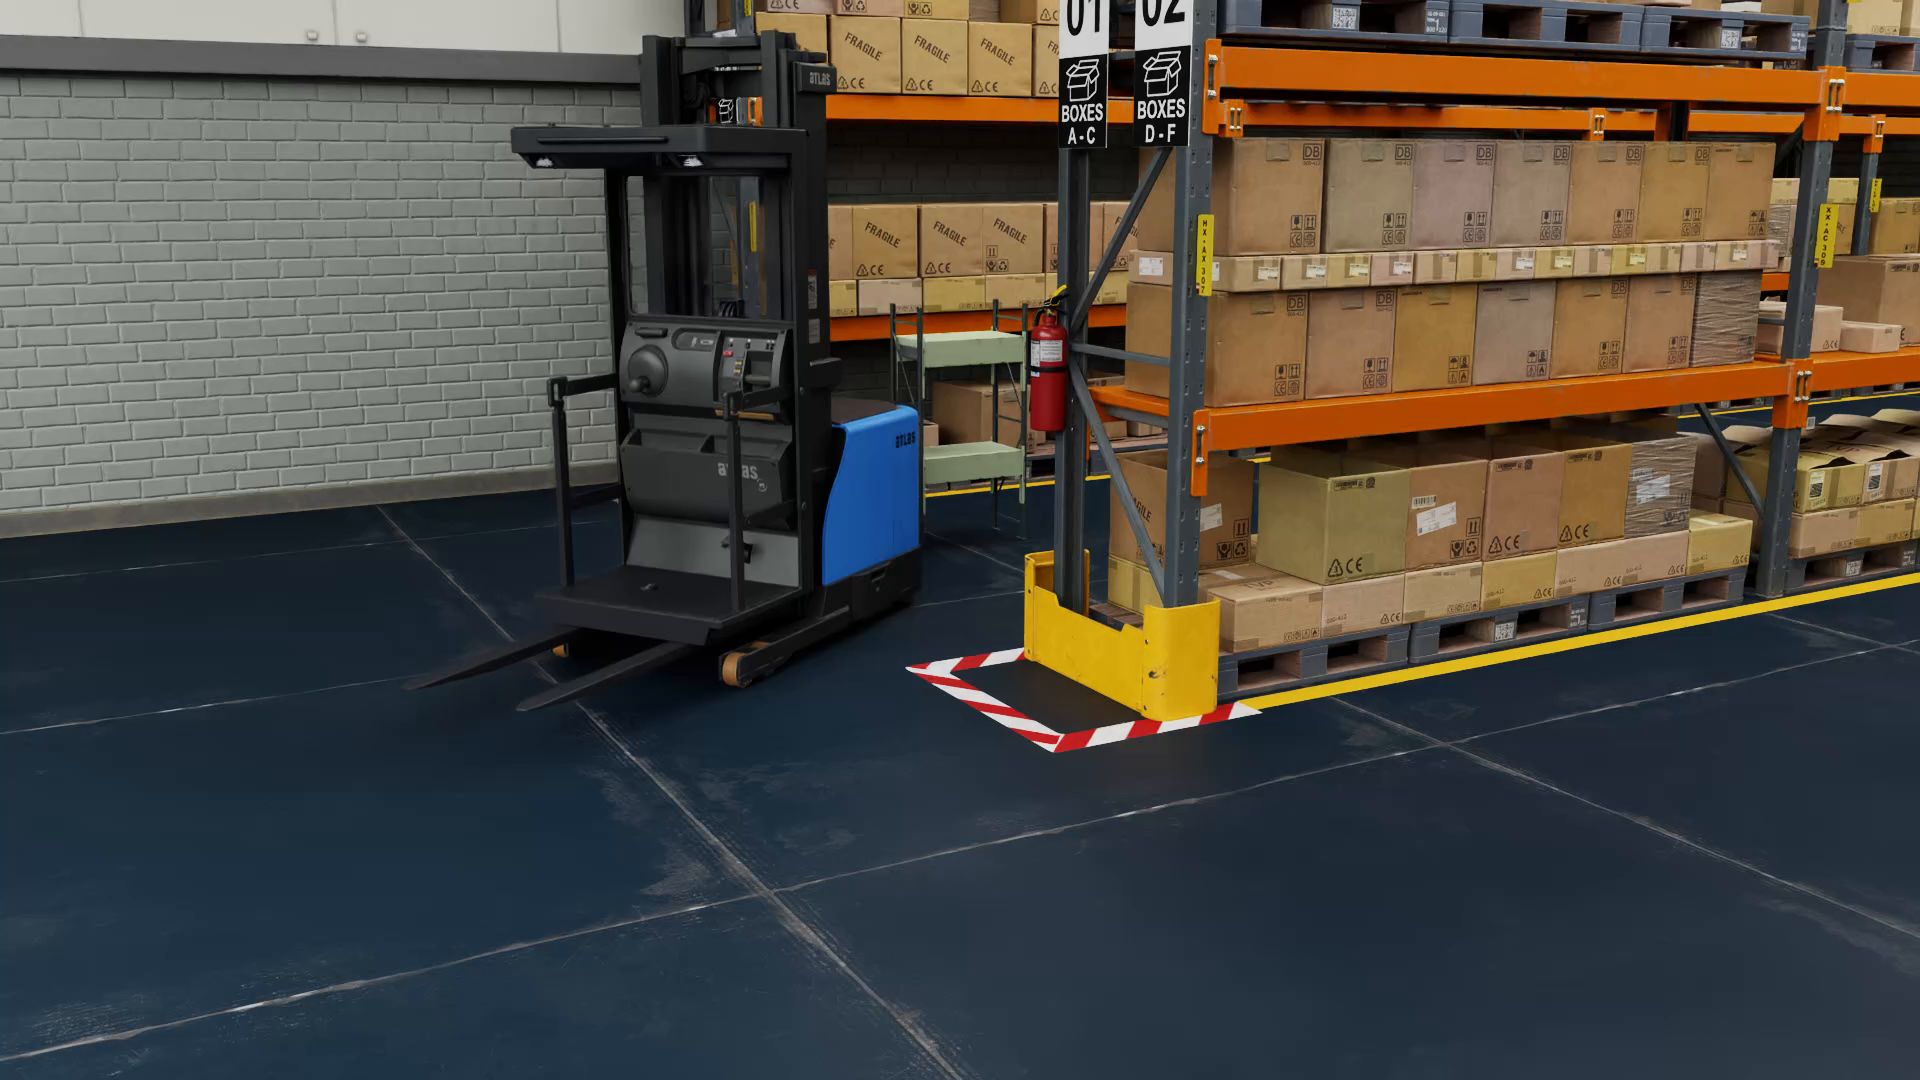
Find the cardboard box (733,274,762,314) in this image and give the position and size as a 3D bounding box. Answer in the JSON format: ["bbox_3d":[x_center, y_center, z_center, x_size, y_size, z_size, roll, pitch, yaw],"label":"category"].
[{"bbox_3d":[-1.319,-1.789,12.022,0.500,0.250,0.500,-7,14,-27],"label":"cardboard box"}]

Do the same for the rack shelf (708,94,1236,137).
[{"bbox_3d":[0.119,-3.089,12.308,4.000,0.370,1.077,-7,14,-28],"label":"rack shelf"}]

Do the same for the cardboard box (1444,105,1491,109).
[{"bbox_3d":[4.203,-4.012,14.494,0.637,0.503,0.797,-5,14,-20],"label":"cardboard box"}]

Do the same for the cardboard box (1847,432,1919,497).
[{"bbox_3d":[5.629,-0.471,9.900,0.500,0.311,0.500,-7,15,-30],"label":"cardboard box"}]

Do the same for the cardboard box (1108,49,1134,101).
[{"bbox_3d":[1.100,-3.557,12.478,0.500,0.500,0.500,-8,15,-33],"label":"cardboard box"}]

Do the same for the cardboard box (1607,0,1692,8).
[{"bbox_3d":[3.324,-2.667,8.092,0.250,0.149,0.380,-7,14,-28],"label":"cardboard box"}]

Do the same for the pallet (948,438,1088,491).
[{"bbox_3d":[0.230,-0.619,12.881,1.213,0.211,1.003,-7,14,-28],"label":"pallet"}]

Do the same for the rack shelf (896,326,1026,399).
[{"bbox_3d":[-0.006,-1.112,10.356,0.720,0.370,0.431,-7,14,-28],"label":"rack shelf"}]

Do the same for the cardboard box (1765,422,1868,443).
[{"bbox_3d":[5.362,-0.575,10.362,0.500,0.311,0.500,-7,14,-28],"label":"cardboard box"}]

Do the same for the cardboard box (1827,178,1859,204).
[{"bbox_3d":[8.609,-3.499,16.667,0.500,0.250,0.500,-6,14,-26],"label":"cardboard box"}]

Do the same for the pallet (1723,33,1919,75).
[{"bbox_3d":[5.019,-2.698,9.368,1.217,0.209,0.805,-8,15,-30],"label":"pallet"}]

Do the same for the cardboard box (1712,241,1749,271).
[{"bbox_3d":[3.897,-1.502,8.746,0.250,0.149,0.380,-7,15,-29],"label":"cardboard box"}]

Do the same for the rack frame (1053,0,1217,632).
[{"bbox_3d":[0.740,-0.812,7.383,0.127,3.000,1.000,-7,14,-28],"label":"rack frame"}]

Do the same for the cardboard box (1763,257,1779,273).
[{"bbox_3d":[7.826,-2.724,16.406,0.250,0.149,0.380,-7,14,-28],"label":"cardboard box"}]

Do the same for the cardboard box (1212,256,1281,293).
[{"bbox_3d":[1.188,-1.177,7.300,0.250,0.149,0.380,-7,14,-28],"label":"cardboard box"}]

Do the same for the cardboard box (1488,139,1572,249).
[{"bbox_3d":[2.543,-1.708,8.183,0.500,0.500,0.700,-7,14,-28],"label":"cardboard box"}]

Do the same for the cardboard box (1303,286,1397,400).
[{"bbox_3d":[1.615,-0.963,7.829,0.500,0.500,0.700,-6,14,-26],"label":"cardboard box"}]

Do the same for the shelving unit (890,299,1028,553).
[{"bbox_3d":[-0.006,-0.731,10.441,0.755,1.500,0.431,-7,14,-28],"label":"shelving unit"}]

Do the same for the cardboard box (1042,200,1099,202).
[{"bbox_3d":[0.906,-2.426,13.146,0.500,0.500,0.500,-7,14,-28],"label":"cardboard box"}]

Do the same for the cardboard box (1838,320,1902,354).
[{"bbox_3d":[5.127,-1.164,9.520,0.250,0.149,0.380,-7,14,-28],"label":"cardboard box"}]

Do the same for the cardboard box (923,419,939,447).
[{"bbox_3d":[-0.486,-0.784,12.383,0.500,0.311,0.500,-6,14,-23],"label":"cardboard box"}]

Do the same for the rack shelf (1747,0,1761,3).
[{"bbox_3d":[7.141,-5.199,15.762,4.000,0.370,1.077,-7,14,-28],"label":"rack shelf"}]

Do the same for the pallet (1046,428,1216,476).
[{"bbox_3d":[1.302,-0.749,13.455,1.213,0.211,1.003,-7,14,-28],"label":"pallet"}]

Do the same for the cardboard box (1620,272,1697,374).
[{"bbox_3d":[3.405,-1.176,8.777,0.500,0.500,0.700,-7,14,-28],"label":"cardboard box"}]

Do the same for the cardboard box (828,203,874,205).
[{"bbox_3d":[-0.878,-2.210,12.185,0.500,0.500,0.500,-7,14,-27],"label":"cardboard box"}]

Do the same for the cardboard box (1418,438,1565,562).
[{"bbox_3d":[2.636,-0.212,8.316,0.500,0.500,0.500,-7,14,-28],"label":"cardboard box"}]

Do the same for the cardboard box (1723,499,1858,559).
[{"bbox_3d":[4.724,-0.090,9.485,0.500,0.250,0.500,-7,15,-29],"label":"cardboard box"}]

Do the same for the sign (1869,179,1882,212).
[{"bbox_3d":[9.165,-3.451,16.654,0.005,0.325,0.100,-7,14,-28],"label":"sign"}]

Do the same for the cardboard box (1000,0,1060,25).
[{"bbox_3d":[0.635,-3.975,12.056,0.500,0.500,0.500,-7,15,-30],"label":"cardboard box"}]

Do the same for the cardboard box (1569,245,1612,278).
[{"bbox_3d":[3.000,-1.394,8.268,0.250,0.149,0.380,-6,14,-26],"label":"cardboard box"}]

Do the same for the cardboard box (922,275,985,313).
[{"bbox_3d":[-0.157,-1.802,12.082,0.500,0.250,0.500,-7,15,-29],"label":"cardboard box"}]

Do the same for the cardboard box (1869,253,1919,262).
[{"bbox_3d":[5.835,-1.467,10.068,0.500,0.500,0.500,-7,14,-28],"label":"cardboard box"}]

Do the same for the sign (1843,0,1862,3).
[{"bbox_3d":[4.519,-2.880,8.384,0.005,0.325,0.100,-7,14,-28],"label":"sign"}]

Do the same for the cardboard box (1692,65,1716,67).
[{"bbox_3d":[6.715,-4.518,15.791,0.500,0.500,0.700,-6,14,-25],"label":"cardboard box"}]

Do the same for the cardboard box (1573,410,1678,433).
[{"bbox_3d":[3.694,-0.473,9.478,0.500,0.500,0.500,-7,14,-28],"label":"cardboard box"}]

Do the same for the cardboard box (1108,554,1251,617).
[{"bbox_3d":[1.070,0.212,8.143,0.500,0.250,0.500,-7,14,-28],"label":"cardboard box"}]

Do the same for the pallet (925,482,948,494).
[{"bbox_3d":[-0.840,-0.492,12.315,1.213,0.211,1.003,-7,14,-28],"label":"pallet"}]

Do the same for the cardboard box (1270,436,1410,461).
[{"bbox_3d":[1.939,-0.263,8.542,0.500,0.500,0.500,-7,14,-28],"label":"cardboard box"}]

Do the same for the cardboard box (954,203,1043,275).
[{"bbox_3d":[0.269,-2.220,12.231,0.500,0.500,0.500,-6,14,-26],"label":"cardboard box"}]

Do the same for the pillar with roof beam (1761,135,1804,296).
[{"bbox_3d":[11.159,-5.366,13.956,0.400,9.000,9.100,-7,14,-28],"label":"pillar with roof beam"}]

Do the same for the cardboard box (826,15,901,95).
[{"bbox_3d":[-0.735,-3.324,11.444,0.500,0.500,0.500,-6,14,-24],"label":"cardboard box"}]

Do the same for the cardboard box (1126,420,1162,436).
[{"bbox_3d":[1.419,-0.957,13.480,0.250,0.166,0.380,-9,16,-35],"label":"cardboard box"}]

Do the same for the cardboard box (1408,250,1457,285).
[{"bbox_3d":[2.093,-1.285,7.784,0.250,0.149,0.380,-7,15,-30],"label":"cardboard box"}]

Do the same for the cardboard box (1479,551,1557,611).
[{"bbox_3d":[2.635,0.154,8.399,0.500,0.250,0.500,-7,14,-28],"label":"cardboard box"}]

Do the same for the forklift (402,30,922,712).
[{"bbox_3d":[-1.327,-0.865,7.775,1.130,2.935,3.031,6,14,26],"label":"forklift"}]

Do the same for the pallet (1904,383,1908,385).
[{"bbox_3d":[10.674,-1.862,18.402,1.213,0.211,1.003,-7,14,-28],"label":"pallet"}]

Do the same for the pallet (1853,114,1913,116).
[{"bbox_3d":[9.620,-4.532,17.287,1.213,0.211,1.003,-7,14,-28],"label":"pallet"}]

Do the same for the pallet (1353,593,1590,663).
[{"bbox_3d":[2.461,0.333,8.649,1.213,0.211,1.003,-7,14,-28],"label":"pallet"}]

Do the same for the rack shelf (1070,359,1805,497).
[{"bbox_3d":[2.496,-0.671,8.397,4.000,0.370,1.077,-7,14,-28],"label":"rack shelf"}]

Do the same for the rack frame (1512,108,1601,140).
[{"bbox_3d":[5.386,-2.607,15.363,0.127,3.000,1.000,-7,14,-28],"label":"rack frame"}]
